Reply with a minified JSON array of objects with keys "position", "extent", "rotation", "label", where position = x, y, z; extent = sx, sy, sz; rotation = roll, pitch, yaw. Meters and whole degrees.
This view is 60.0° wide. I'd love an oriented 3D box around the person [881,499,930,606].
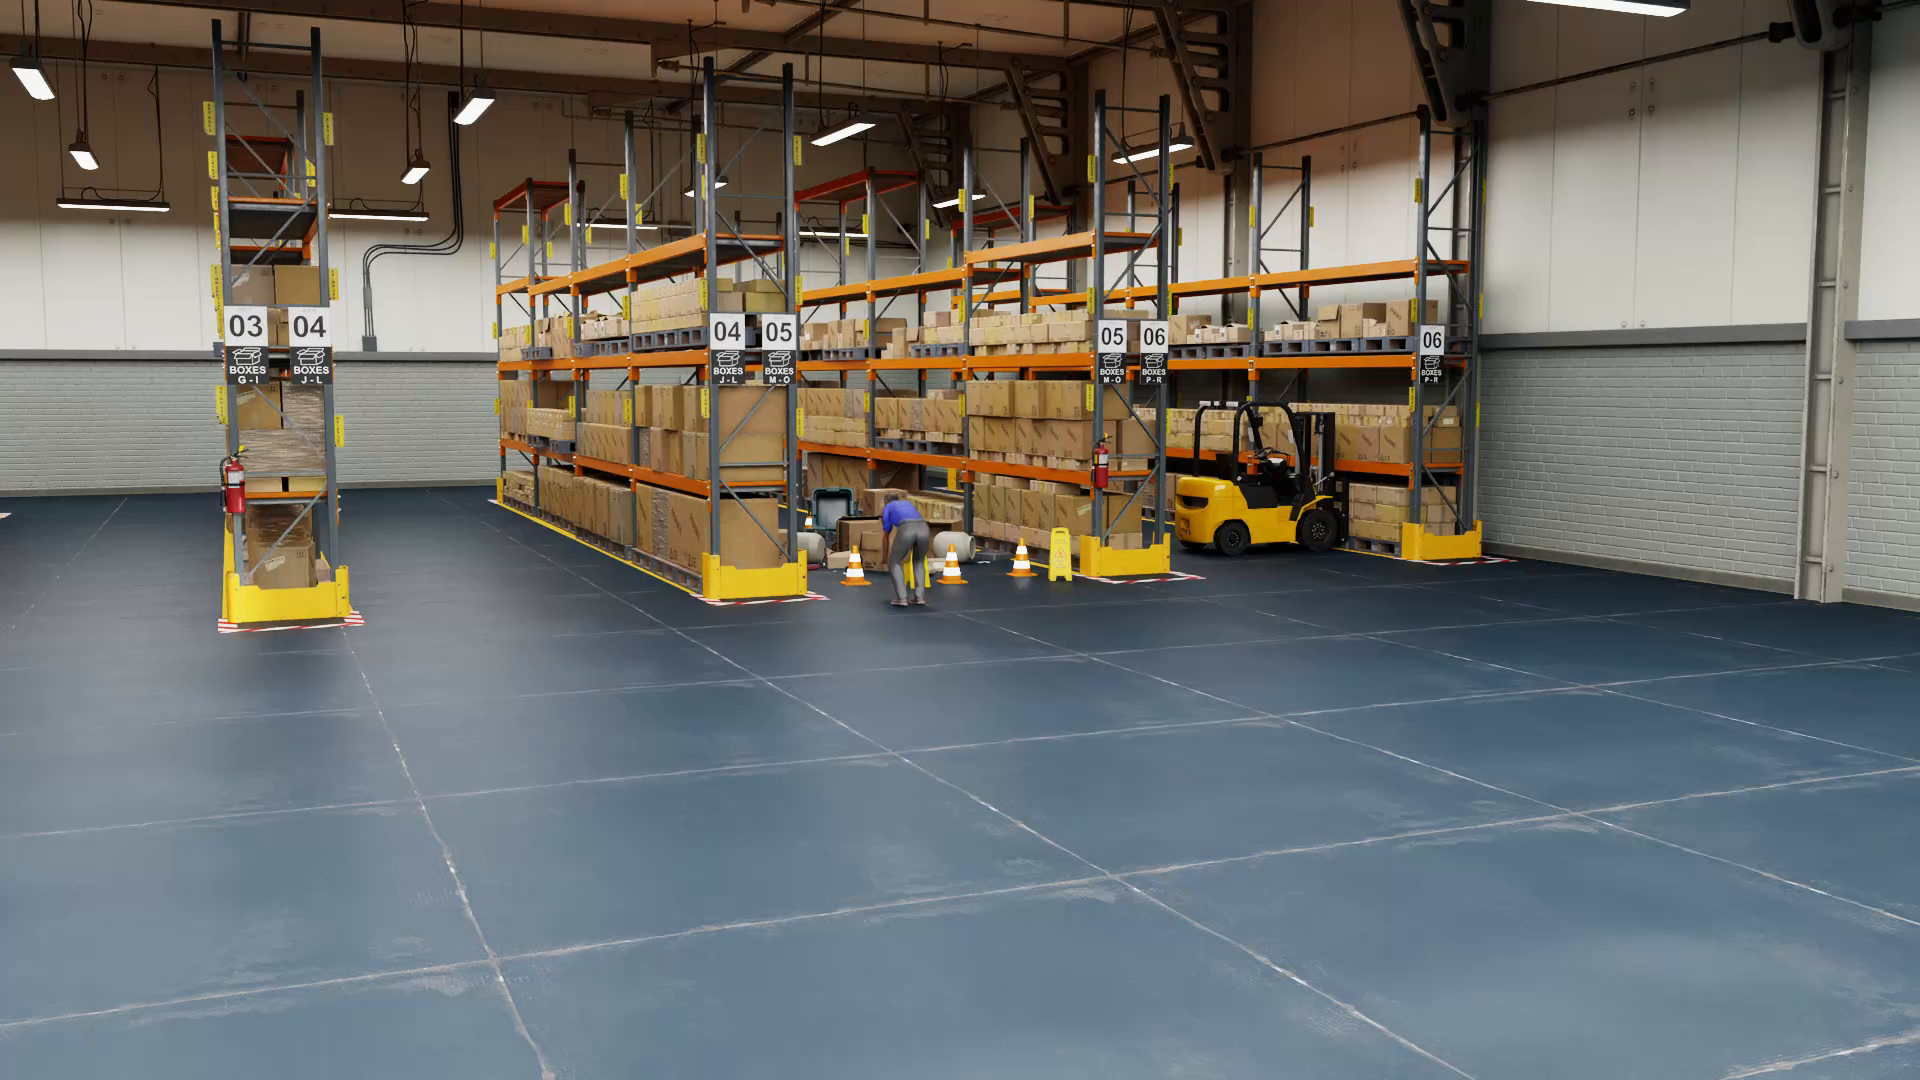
[{"position":[-0.585,0.139,18.281],"extent":[0.422,1.148,0.625],"rotation":[-3,6,-26],"label":"person"}]
